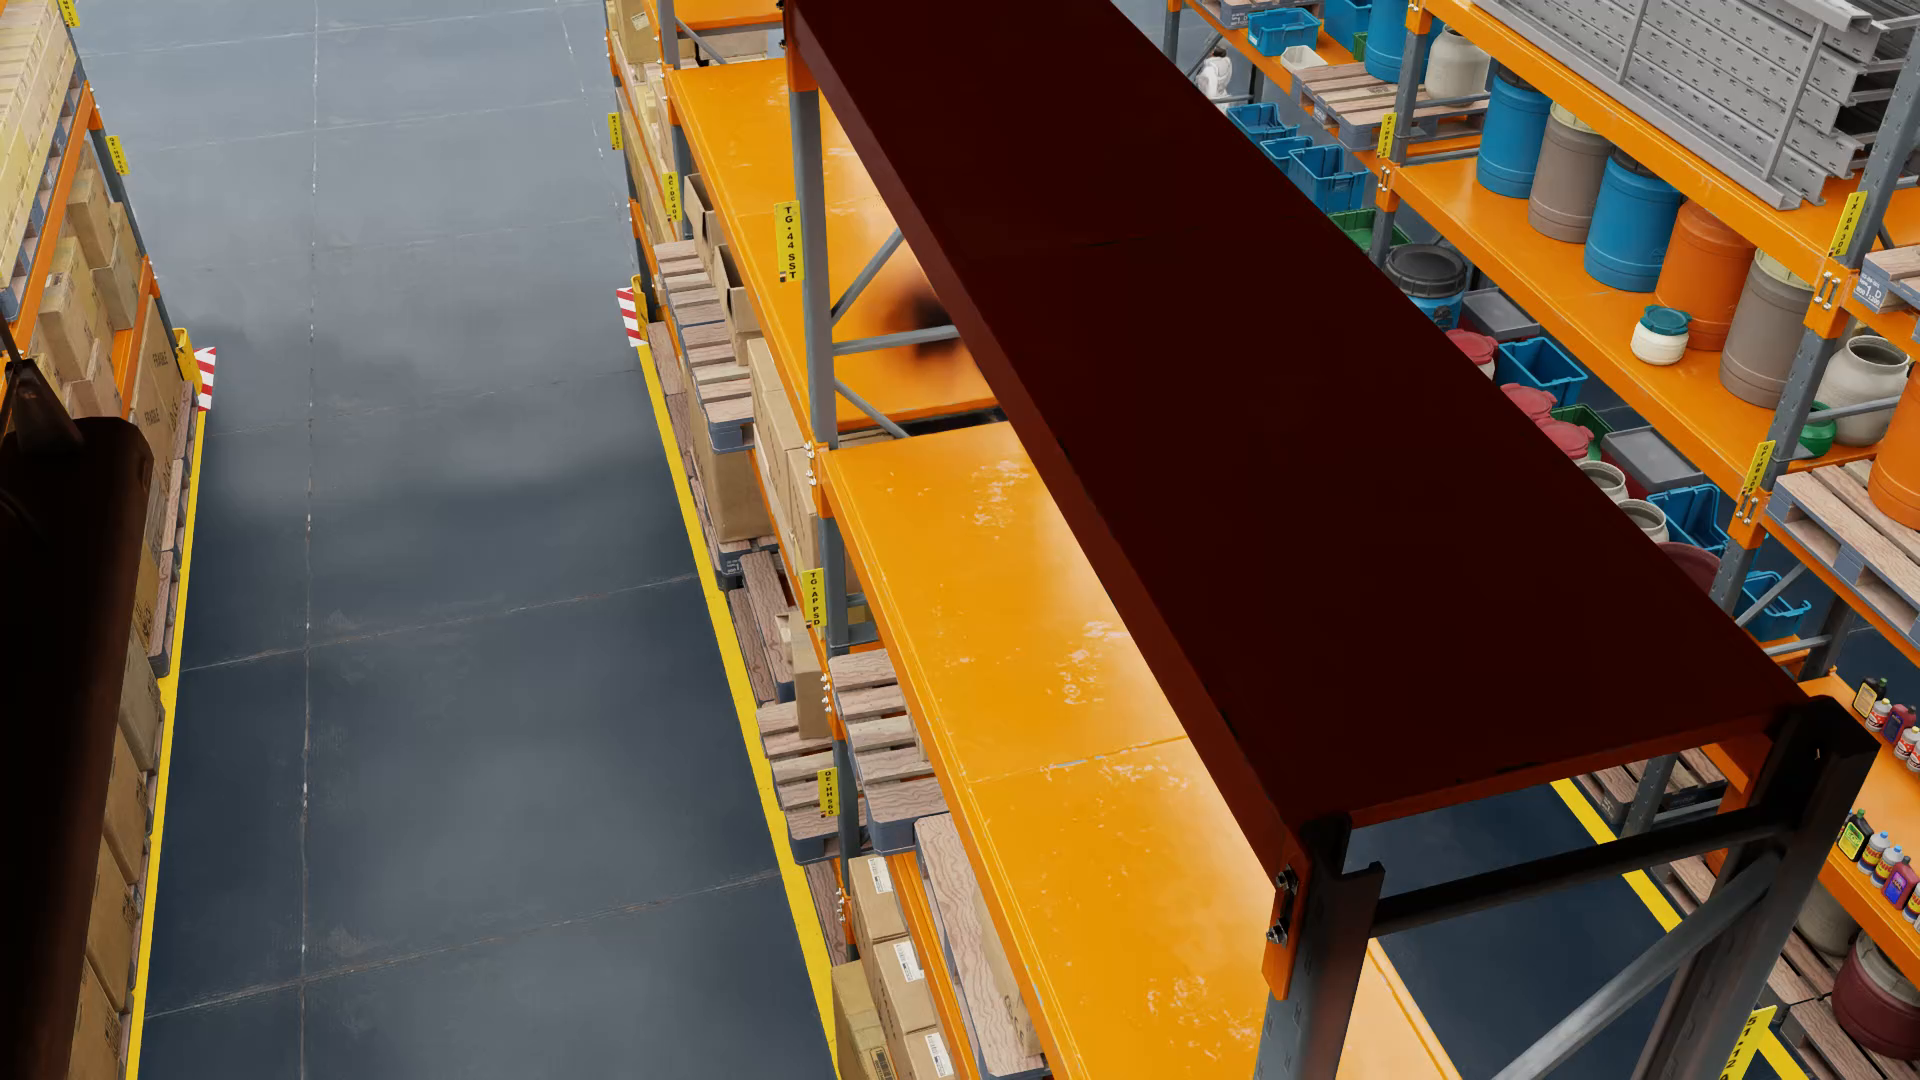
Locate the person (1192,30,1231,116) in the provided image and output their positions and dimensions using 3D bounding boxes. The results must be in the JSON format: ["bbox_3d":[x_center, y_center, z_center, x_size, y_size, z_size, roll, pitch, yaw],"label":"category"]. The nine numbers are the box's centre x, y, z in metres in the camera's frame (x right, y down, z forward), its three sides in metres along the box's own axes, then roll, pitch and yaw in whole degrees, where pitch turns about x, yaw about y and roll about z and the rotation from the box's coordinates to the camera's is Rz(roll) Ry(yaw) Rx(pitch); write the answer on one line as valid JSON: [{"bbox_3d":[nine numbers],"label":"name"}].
[{"bbox_3d":[2.519,-4.413,17.064,0.524,1.655,0.658,24,44,27],"label":"person"}]
